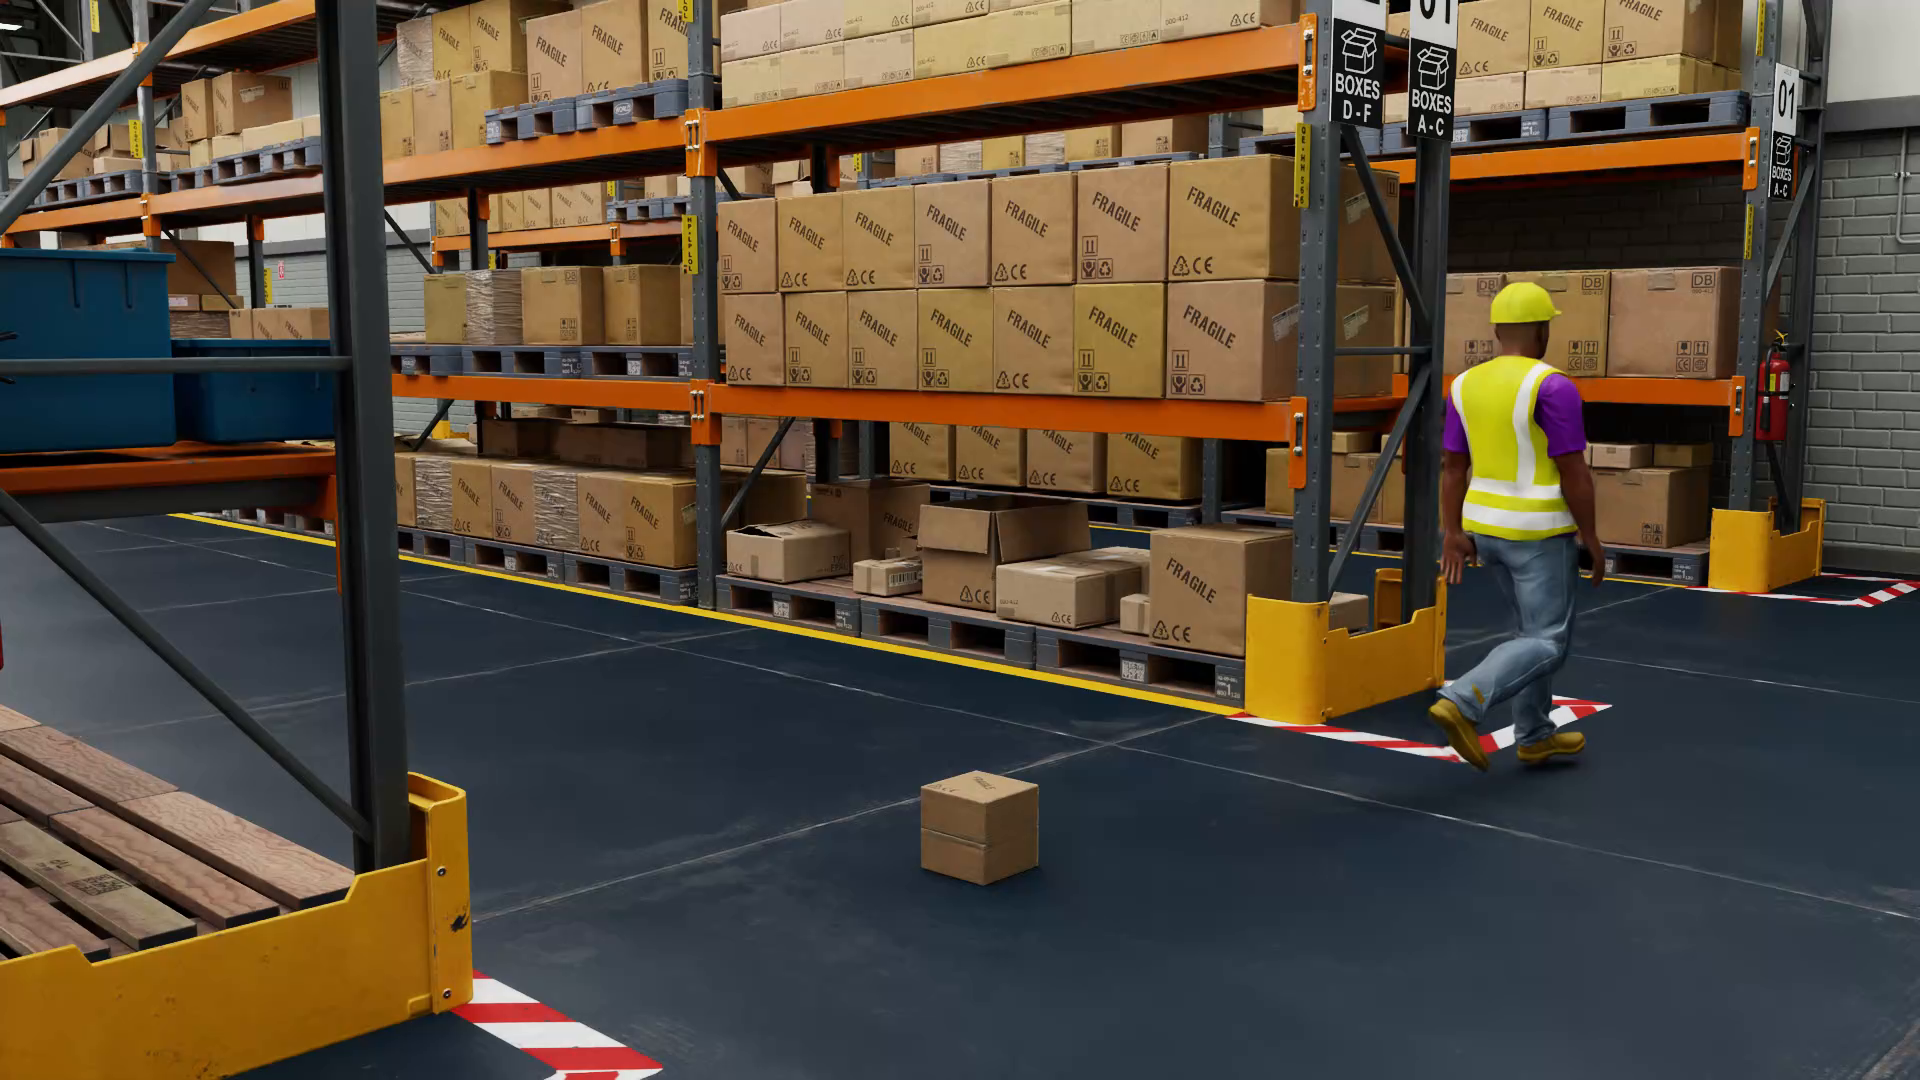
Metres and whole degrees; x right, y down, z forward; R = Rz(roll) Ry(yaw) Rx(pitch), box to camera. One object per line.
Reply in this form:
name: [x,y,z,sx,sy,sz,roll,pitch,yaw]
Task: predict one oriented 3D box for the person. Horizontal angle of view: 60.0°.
person: [-5.109,-0.529,9.883,10.569,1.730,13.641,-3,8,-23]
